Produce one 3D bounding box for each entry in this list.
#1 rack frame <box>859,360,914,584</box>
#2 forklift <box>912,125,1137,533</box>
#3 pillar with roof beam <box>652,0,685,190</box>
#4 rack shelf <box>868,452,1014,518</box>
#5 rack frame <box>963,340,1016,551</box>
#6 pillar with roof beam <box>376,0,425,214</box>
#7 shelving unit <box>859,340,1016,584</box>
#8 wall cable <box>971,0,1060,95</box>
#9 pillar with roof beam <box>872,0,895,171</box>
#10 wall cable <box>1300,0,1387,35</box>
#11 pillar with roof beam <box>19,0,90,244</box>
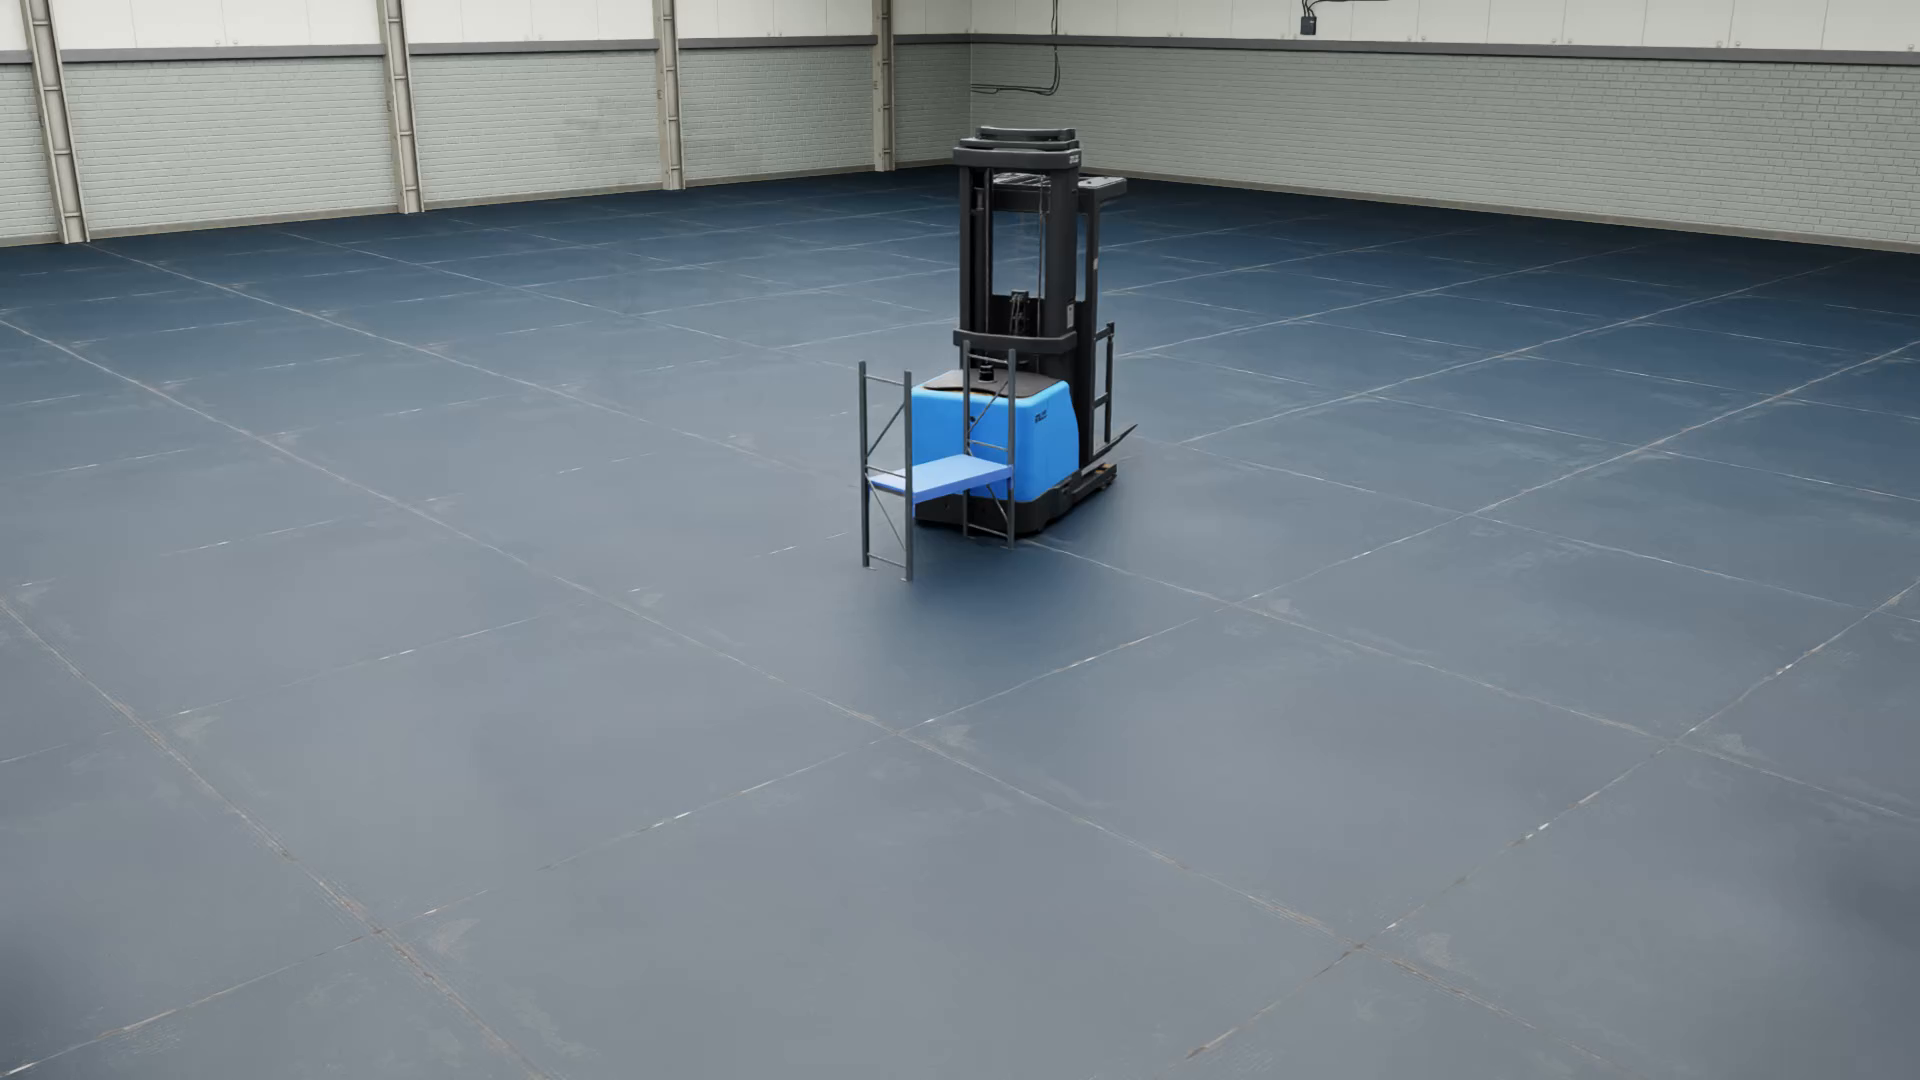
[{"bbox_3d":[-0.510,-0.465,11.488,0.032,1.500,0.500,-17,25,-42],"label":"rack frame"},{"bbox_3d":[0.667,-1.859,13.465,1.130,2.935,3.031,8,20,23],"label":"forklift"},{"bbox_3d":[-3.202,-10.874,31.433,0.400,9.000,9.100,-16,24,-41],"label":"pillar with roof beam"},{"bbox_3d":[-0.151,-0.405,11.885,1.000,0.185,0.538,-17,25,-42],"label":"rack shelf"},{"bbox_3d":[0.209,-0.687,12.171,0.032,1.500,0.500,-17,25,-42],"label":"rack frame"},{"bbox_3d":[-7.561,-9.603,27.511,0.400,9.000,9.100,-16,24,-41],"label":"pillar with roof beam"},{"bbox_3d":[-0.151,-0.576,11.830,1.048,1.500,0.538,-17,25,-42],"label":"shelving unit"},{"bbox_3d":[1.249,-11.961,39.820,0.112,2.526,3.097,-16,24,-41],"label":"wall cable"},{"bbox_3d":[1.158,-12.145,35.354,0.400,9.000,9.100,-16,24,-41],"label":"pillar with roof beam"},{"bbox_3d":[7.760,-12.925,32.244,0.169,6.003,2.305,-16,24,-41],"label":"wall cable"},{"bbox_3d":[-11.921,-8.331,23.590,0.400,9.000,9.100,-16,24,-41],"label":"pillar with roof beam"}]
